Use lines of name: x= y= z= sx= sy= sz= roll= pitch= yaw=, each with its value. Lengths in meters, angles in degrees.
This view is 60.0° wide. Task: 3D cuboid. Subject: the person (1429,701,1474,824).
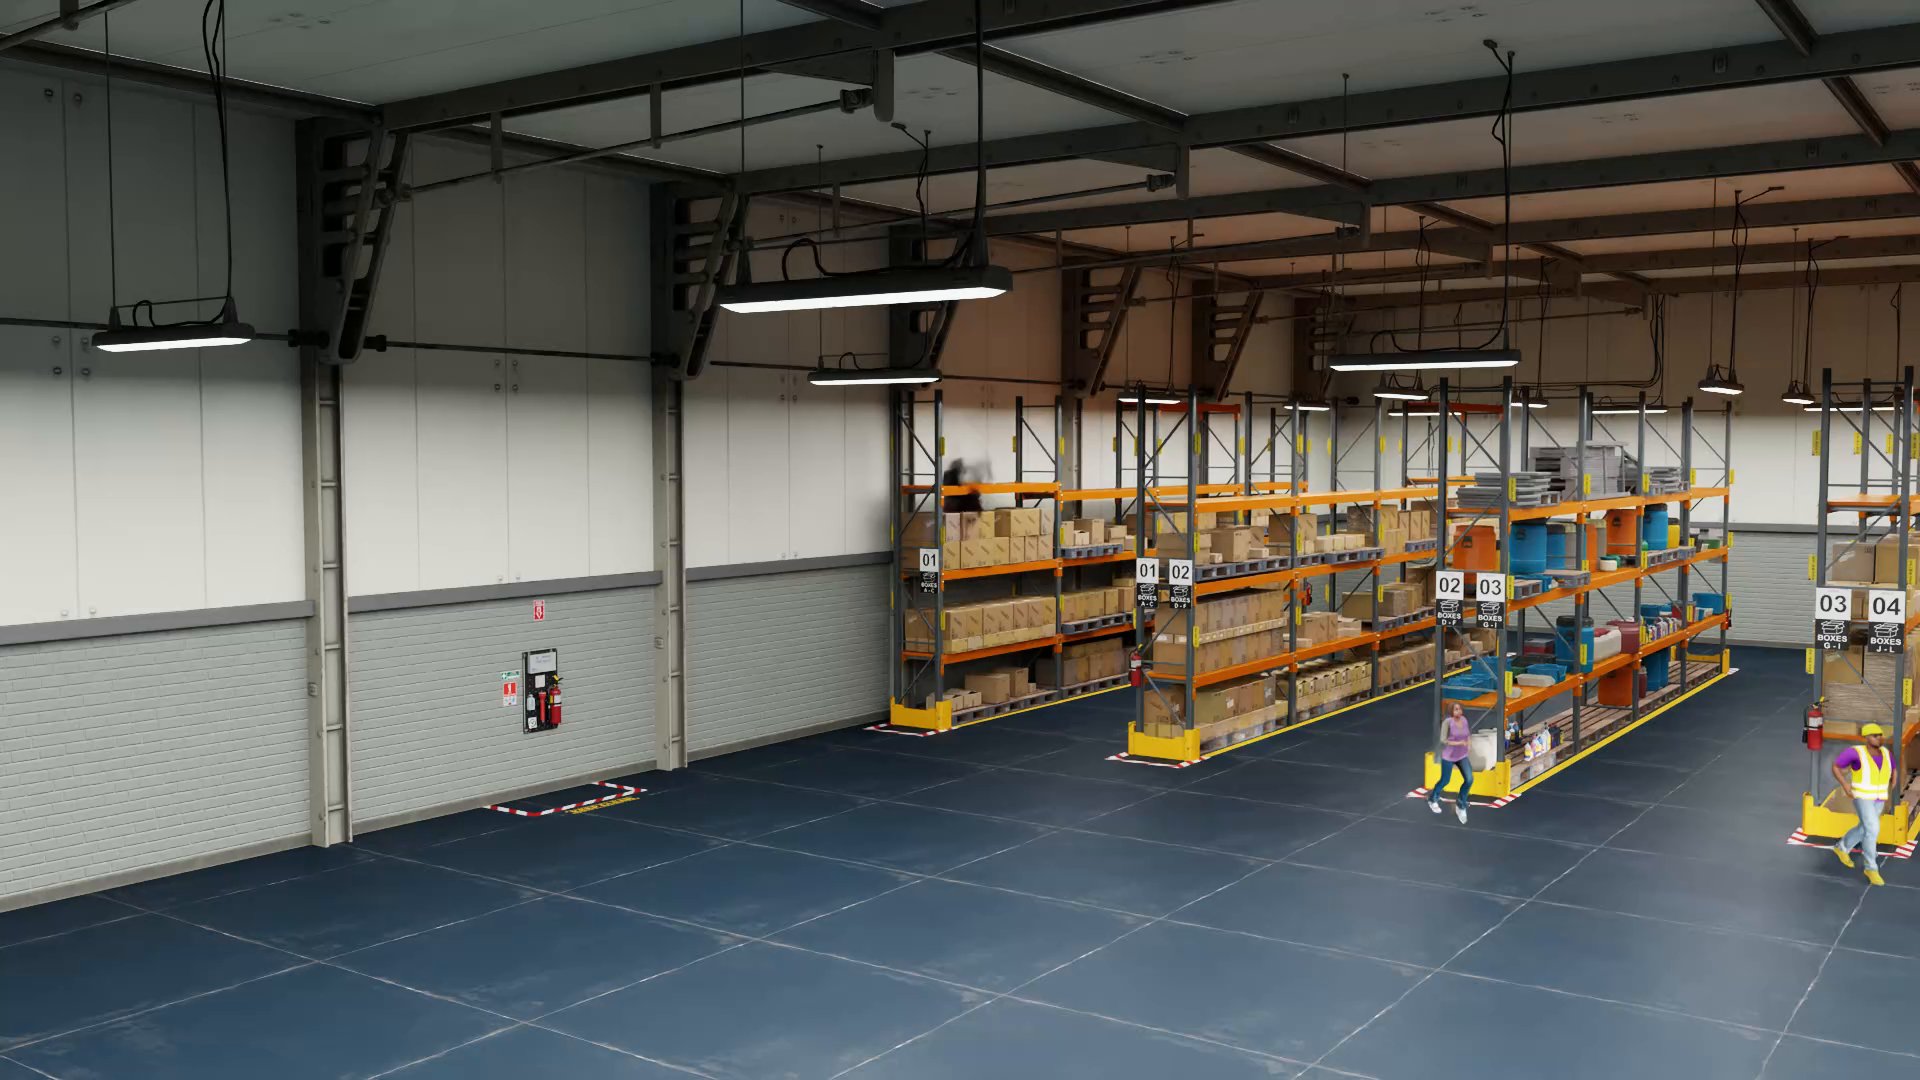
person: x=6.627 y=2.950 z=22.276 sx=0.547 sy=1.620 sz=0.827 roll=-1 pitch=3 yaw=-13

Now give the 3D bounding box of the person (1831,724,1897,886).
person: x=10.558 y=3.021 z=19.336 sx=0.712 sy=1.807 sz=0.862 roll=-1 pitch=3 yaw=-13
